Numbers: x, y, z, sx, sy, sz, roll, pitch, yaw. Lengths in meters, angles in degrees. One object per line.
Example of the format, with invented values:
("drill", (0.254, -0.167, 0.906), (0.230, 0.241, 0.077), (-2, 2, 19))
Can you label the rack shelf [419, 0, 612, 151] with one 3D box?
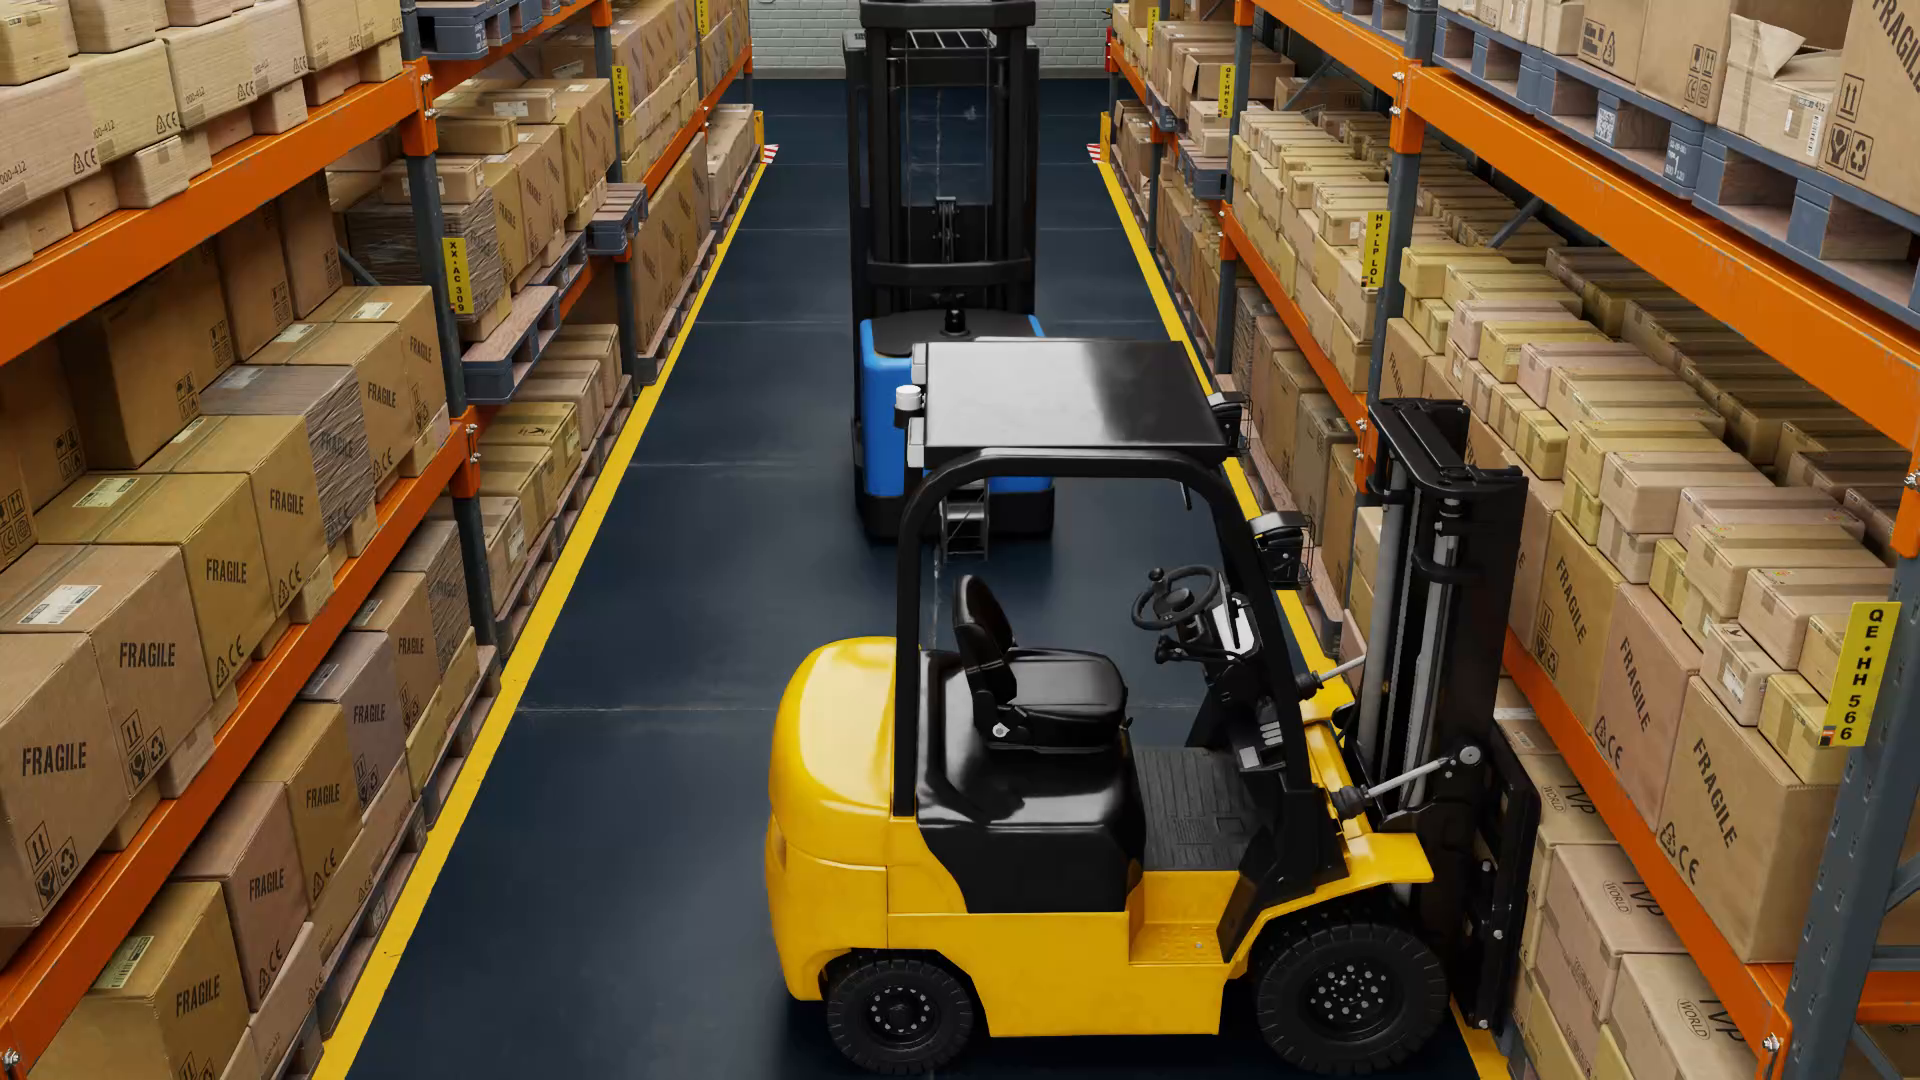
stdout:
("rack shelf", (-2.688, -2.578, 8.543), (1.077, 0.370, 4.000), (0, 24, -1))

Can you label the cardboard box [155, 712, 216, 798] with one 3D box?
("cardboard box", (-2.315, 0.588, 4.614), (0.380, 0.149, 0.250), (0, 24, 0))

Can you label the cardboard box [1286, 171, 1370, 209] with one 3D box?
("cardboard box", (1.947, -1.855, 8.803), (0.380, 0.149, 0.250), (-1, 24, -2))

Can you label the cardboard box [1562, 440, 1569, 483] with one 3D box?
("cardboard box", (2.105, -0.205, 5.155), (0.380, 0.149, 0.250), (0, 24, -1))

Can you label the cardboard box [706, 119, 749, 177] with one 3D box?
("cardboard box", (-2.672, -4.035, 17.131), (0.875, 0.438, 0.875), (0, 24, 1))

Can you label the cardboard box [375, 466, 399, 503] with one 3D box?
("cardboard box", (-2.424, -0.259, 6.487), (0.380, 0.149, 0.250), (0, 24, 0))

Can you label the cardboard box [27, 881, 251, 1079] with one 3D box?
("cardboard box", (-2.356, 1.310, 4.631), (0.500, 0.500, 0.500), (-1, 24, -2))

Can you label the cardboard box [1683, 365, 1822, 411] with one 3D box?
("cardboard box", (2.556, -0.453, 5.342), (0.380, 0.149, 0.250), (0, 24, 1))

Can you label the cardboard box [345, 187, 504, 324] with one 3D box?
("cardboard box", (-2.385, -1.282, 7.452), (0.500, 0.500, 0.500), (0, 24, 1))

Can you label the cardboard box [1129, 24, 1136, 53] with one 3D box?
("cardboard box", (1.943, -4.935, 16.343), (0.500, 0.250, 0.500), (-1, 24, -2))

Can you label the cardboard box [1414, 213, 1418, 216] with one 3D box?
("cardboard box", (2.558, -1.527, 8.562), (0.500, 0.250, 0.500), (-1, 24, -2))

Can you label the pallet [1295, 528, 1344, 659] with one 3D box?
("pallet", (2.250, 0.228, 8.489), (1.003, 0.211, 1.213), (0, 24, -1))

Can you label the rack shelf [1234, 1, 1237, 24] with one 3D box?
("rack shelf", (2.231, -4.250, 12.240), (1.077, 0.370, 4.000), (0, 24, -1))

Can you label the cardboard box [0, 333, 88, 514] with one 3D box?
("cardboard box", (-2.953, -0.331, 4.647), (0.700, 0.500, 0.500), (-1, 24, -1))

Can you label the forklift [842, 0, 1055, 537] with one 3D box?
("forklift", (-0.121, -1.921, 9.941), (1.130, 2.935, 3.031), (-2, 24, -4))

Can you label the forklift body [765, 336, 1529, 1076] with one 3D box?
("forklift body", (0.495, 0.523, 5.484), (2.313, 2.155, 1.214), (0, 24, -1))

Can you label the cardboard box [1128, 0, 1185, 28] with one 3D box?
("cardboard box", (1.918, -5.286, 16.209), (0.500, 0.500, 0.500), (0, 24, 1))

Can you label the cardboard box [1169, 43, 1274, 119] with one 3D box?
("cardboard box", (2.005, -3.535, 12.795), (0.700, 0.500, 0.500), (0, 24, -1))

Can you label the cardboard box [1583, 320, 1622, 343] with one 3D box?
("cardboard box", (2.589, -0.737, 6.330), (0.380, 0.149, 0.250), (0, 24, 1))

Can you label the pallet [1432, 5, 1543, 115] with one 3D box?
("pallet", (2.332, -1.714, 5.867), (1.003, 0.211, 1.213), (0, 24, -1))

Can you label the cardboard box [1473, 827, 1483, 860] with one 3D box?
("cardboard box", (1.999, 0.918, 5.800), (0.500, 0.250, 0.500), (0, 24, -1))

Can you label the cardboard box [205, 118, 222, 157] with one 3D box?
("cardboard box", (-2.437, -1.201, 4.931), (0.380, 0.149, 0.250), (0, 24, -1))

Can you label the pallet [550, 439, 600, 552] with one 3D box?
("pallet", (-2.693, -0.269, 9.589), (1.003, 0.211, 1.213), (0, 24, -1))

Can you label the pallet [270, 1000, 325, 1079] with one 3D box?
("pallet", (-2.597, 1.838, 4.931), (1.003, 0.211, 1.213), (0, 24, -1))

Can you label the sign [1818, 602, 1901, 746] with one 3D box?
("sign", (1.798, 0.271, 3.319), (0.100, 0.325, 0.005), (0, 24, -1))

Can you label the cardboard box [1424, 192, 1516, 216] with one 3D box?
("cardboard box", (2.554, -1.647, 8.344), (0.380, 0.149, 0.250), (0, 24, -1))

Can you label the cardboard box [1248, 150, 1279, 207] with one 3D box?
("cardboard box", (2.018, -2.156, 9.953), (0.500, 0.250, 0.500), (0, 24, 1))

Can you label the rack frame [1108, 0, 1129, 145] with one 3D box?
("rack frame", (2.166, -5.684, 18.177), (1.000, 3.000, 0.127), (0, 24, -1))

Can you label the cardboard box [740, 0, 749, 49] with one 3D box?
("cardboard box", (-2.528, -5.508, 17.666), (0.500, 0.500, 0.500), (0, 24, 0))

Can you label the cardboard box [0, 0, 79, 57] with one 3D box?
("cardboard box", (-2.409, -1.242, 4.054), (0.380, 0.149, 0.250), (0, 24, -1))

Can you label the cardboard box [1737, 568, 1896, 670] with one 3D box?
("cardboard box", (2.092, 0.185, 3.932), (0.380, 0.149, 0.250), (0, 24, 0))

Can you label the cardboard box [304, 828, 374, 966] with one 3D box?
("cardboard box", (-2.372, 1.226, 5.726), (0.500, 0.250, 0.500), (1, 24, 3))

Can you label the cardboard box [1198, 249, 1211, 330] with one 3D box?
("cardboard box", (2.039, -1.819, 12.156), (0.500, 0.500, 0.500), (-1, 24, -1))

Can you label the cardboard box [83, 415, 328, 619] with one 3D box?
("cardboard box", (-2.380, -0.077, 5.298), (0.500, 0.500, 0.500), (-1, 24, -2))

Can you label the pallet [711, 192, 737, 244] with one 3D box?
("pallet", (-2.684, -3.055, 15.748), (1.003, 0.211, 1.213), (0, 24, -1))

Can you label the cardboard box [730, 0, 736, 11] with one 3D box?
("cardboard box", (-2.517, -5.544, 16.534), (0.500, 0.500, 0.500), (0, 24, -1))

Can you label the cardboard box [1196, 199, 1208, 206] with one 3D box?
("cardboard box", (2.056, -2.585, 13.063), (0.380, 0.149, 0.250), (0, 24, 0))

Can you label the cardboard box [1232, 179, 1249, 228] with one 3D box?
("cardboard box", (2.014, -2.135, 10.512), (0.500, 0.250, 0.500), (0, 24, 0))

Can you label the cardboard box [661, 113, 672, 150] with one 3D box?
("cardboard box", (-2.496, -3.129, 12.710), (0.500, 0.250, 0.500), (0, 24, -1))

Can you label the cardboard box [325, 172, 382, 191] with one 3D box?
("cardboard box", (-2.908, -1.481, 7.893), (0.500, 0.500, 0.500), (0, 24, 0))

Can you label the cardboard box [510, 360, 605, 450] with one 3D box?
("cardboard box", (-2.698, -0.820, 10.103), (0.950, 0.372, 0.625), (-1, 24, -2))

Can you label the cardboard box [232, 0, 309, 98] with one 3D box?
("cardboard box", (-2.395, -1.550, 5.218), (0.500, 0.250, 0.500), (-1, 24, -1))

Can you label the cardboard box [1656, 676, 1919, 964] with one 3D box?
("cardboard box", (2.072, 0.662, 4.024), (0.500, 0.500, 0.500), (-1, 24, -2))

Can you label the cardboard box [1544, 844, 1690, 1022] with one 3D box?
("cardboard box", (2.012, 1.117, 4.755), (0.500, 0.250, 0.500), (0, 24, 0))

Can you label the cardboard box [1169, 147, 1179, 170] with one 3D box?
("cardboard box", (1.998, -3.263, 14.200), (0.380, 0.149, 0.250), (-1, 24, -3))

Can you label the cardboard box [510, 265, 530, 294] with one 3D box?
("cardboard box", (-2.391, -1.347, 8.383), (0.380, 0.149, 0.250), (0, 24, 0))

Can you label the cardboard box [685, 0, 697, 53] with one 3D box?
("cardboard box", (-2.498, -4.330, 13.848), (0.500, 0.500, 0.500), (1, 24, 1))

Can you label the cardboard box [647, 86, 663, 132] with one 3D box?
("cardboard box", (-2.466, -3.151, 12.152), (0.500, 0.250, 0.500), (0, 24, -1))

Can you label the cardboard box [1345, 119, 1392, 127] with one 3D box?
("cardboard box", (2.574, -2.488, 10.202), (0.380, 0.149, 0.250), (0, 24, 1))

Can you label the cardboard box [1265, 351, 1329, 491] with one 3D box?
("cardboard box", (2.269, -0.693, 9.514), (0.875, 0.625, 0.625), (-1, 24, -3))

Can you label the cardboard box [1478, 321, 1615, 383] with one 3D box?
("cardboard box", (2.038, -0.657, 5.793), (0.380, 0.149, 0.250), (-1, 24, -1))

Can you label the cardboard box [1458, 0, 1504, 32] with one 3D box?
("cardboard box", (2.062, -1.958, 5.776), (0.500, 0.311, 0.500), (0, 24, 1))

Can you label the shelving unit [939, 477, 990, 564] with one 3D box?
("shelving unit", (0.021, -0.328, 8.884), (0.258, 0.900, 0.210), (-2, 24, -4))

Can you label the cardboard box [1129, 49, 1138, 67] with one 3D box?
("cardboard box", (1.883, -4.793, 16.512), (0.380, 0.149, 0.250), (0, 24, 1))
